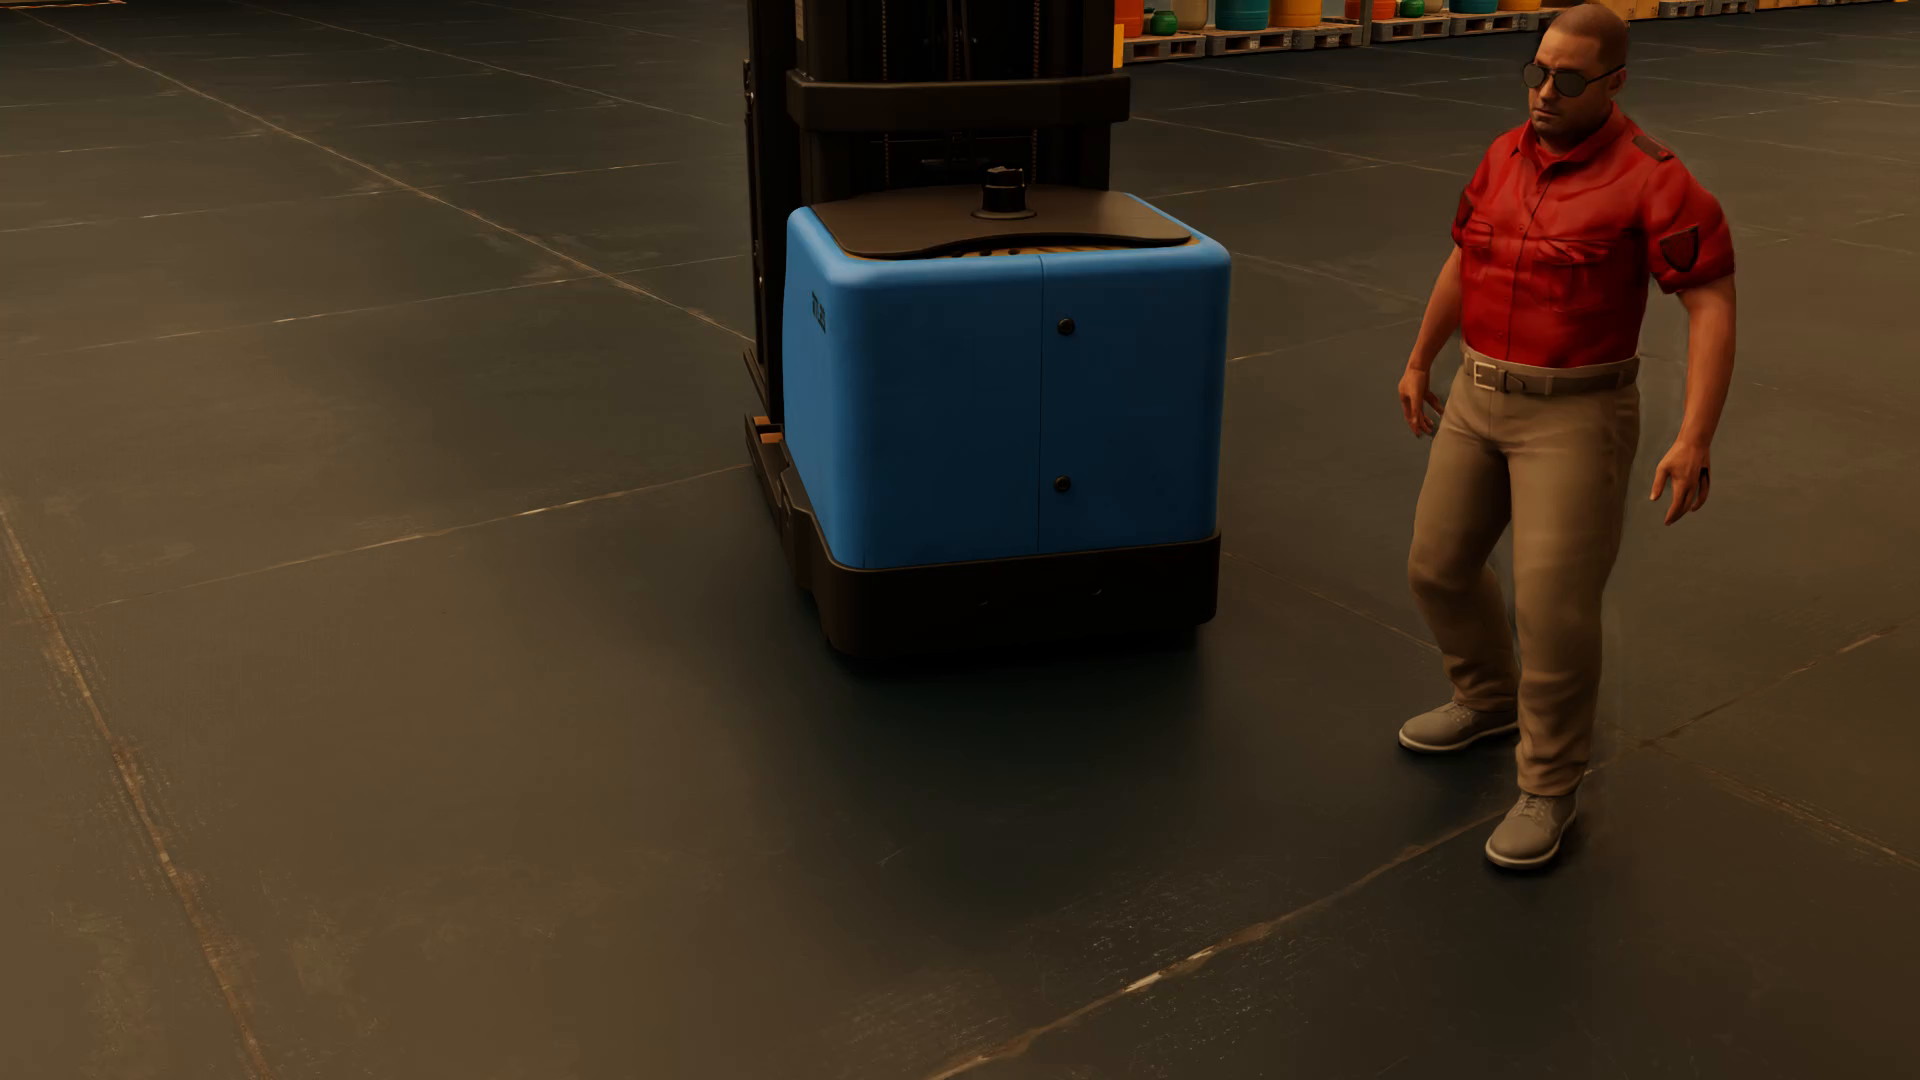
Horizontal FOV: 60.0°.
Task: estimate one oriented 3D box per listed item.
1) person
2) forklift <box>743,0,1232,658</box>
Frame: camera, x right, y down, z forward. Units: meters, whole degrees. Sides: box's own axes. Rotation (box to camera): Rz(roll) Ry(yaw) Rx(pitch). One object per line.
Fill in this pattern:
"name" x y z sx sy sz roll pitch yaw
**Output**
"person" 1.176 -0.247 3.520 0.547 1.693 0.823 -14 26 -30
"forklift" -0.136 -1.582 5.164 1.130 2.935 3.031 -5 23 -12
